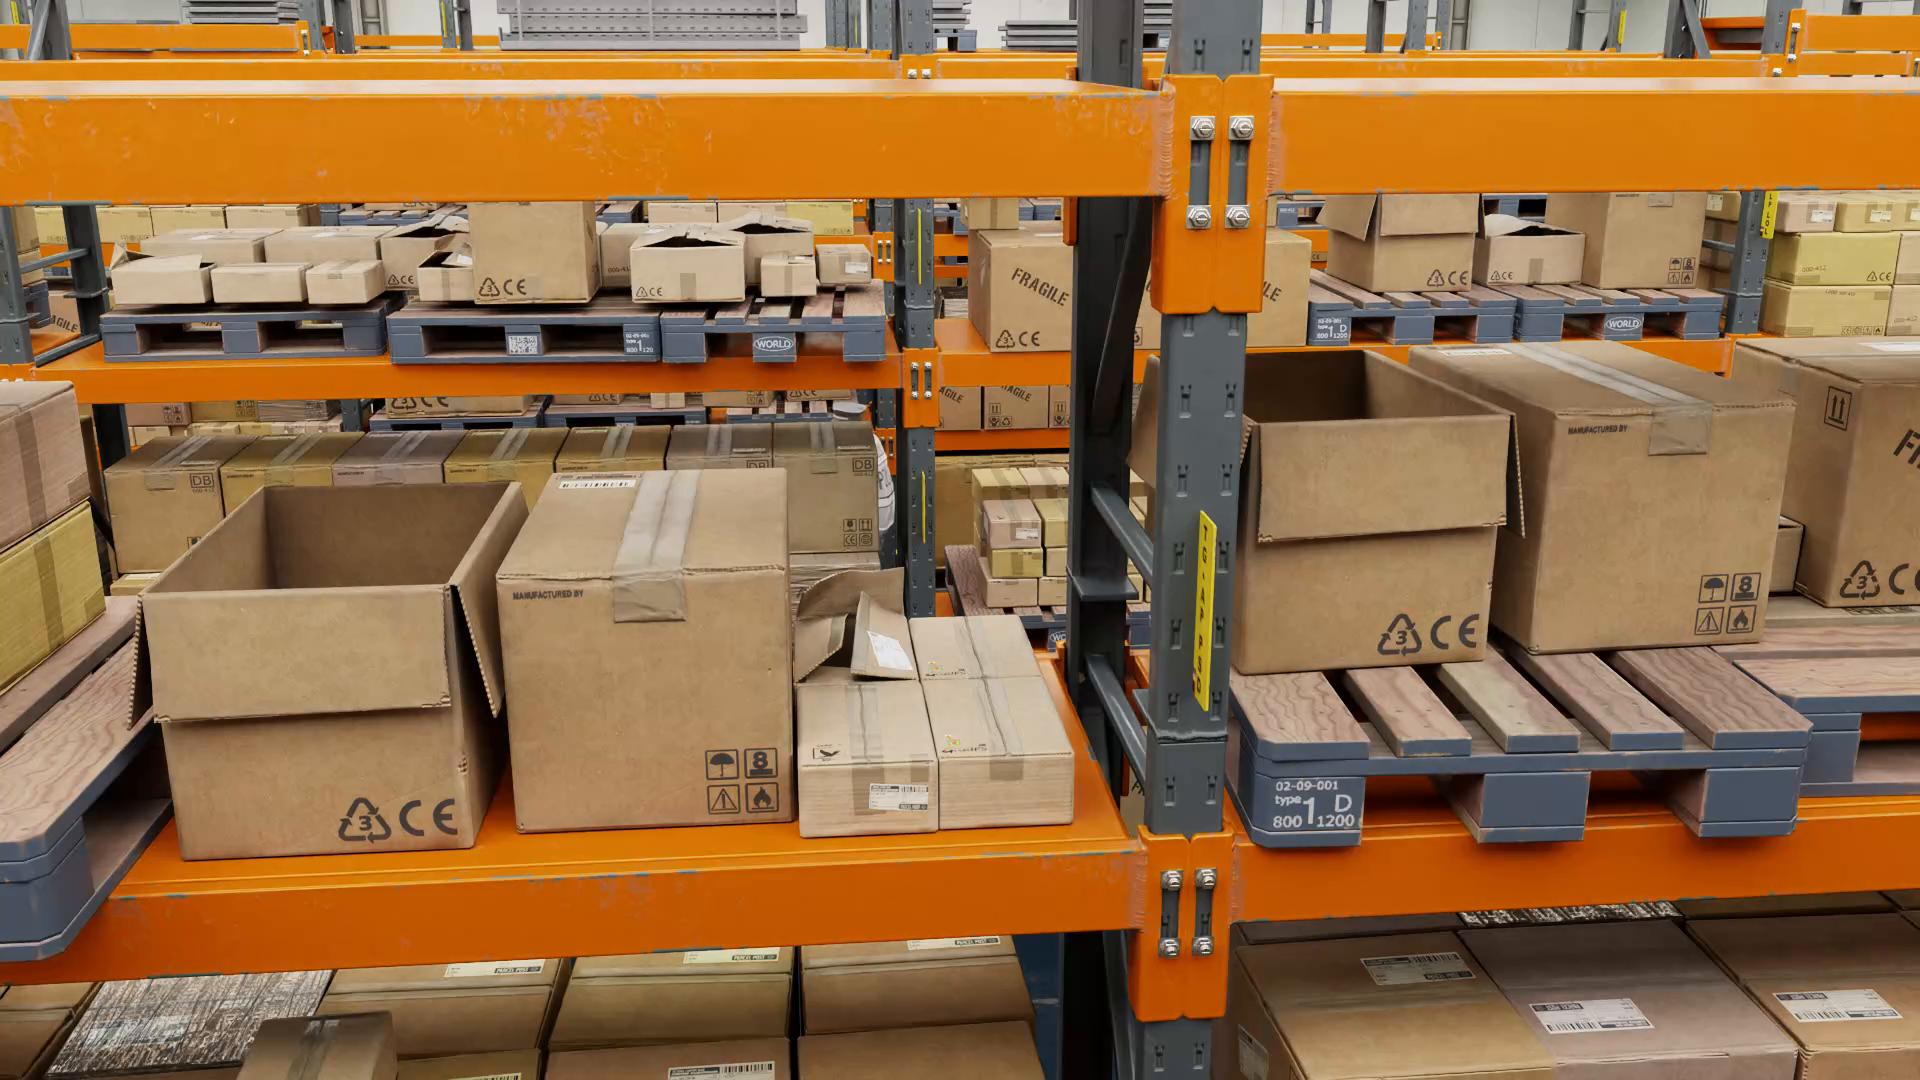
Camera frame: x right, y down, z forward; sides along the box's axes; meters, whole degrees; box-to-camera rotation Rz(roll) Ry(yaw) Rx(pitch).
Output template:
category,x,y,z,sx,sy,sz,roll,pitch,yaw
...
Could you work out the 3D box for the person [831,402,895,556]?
category,x,y,z,sx,sy,sz,roll,pitch,yaw
person,-0.696,-0.132,11.968,0.439,1.747,0.585,4,17,12
